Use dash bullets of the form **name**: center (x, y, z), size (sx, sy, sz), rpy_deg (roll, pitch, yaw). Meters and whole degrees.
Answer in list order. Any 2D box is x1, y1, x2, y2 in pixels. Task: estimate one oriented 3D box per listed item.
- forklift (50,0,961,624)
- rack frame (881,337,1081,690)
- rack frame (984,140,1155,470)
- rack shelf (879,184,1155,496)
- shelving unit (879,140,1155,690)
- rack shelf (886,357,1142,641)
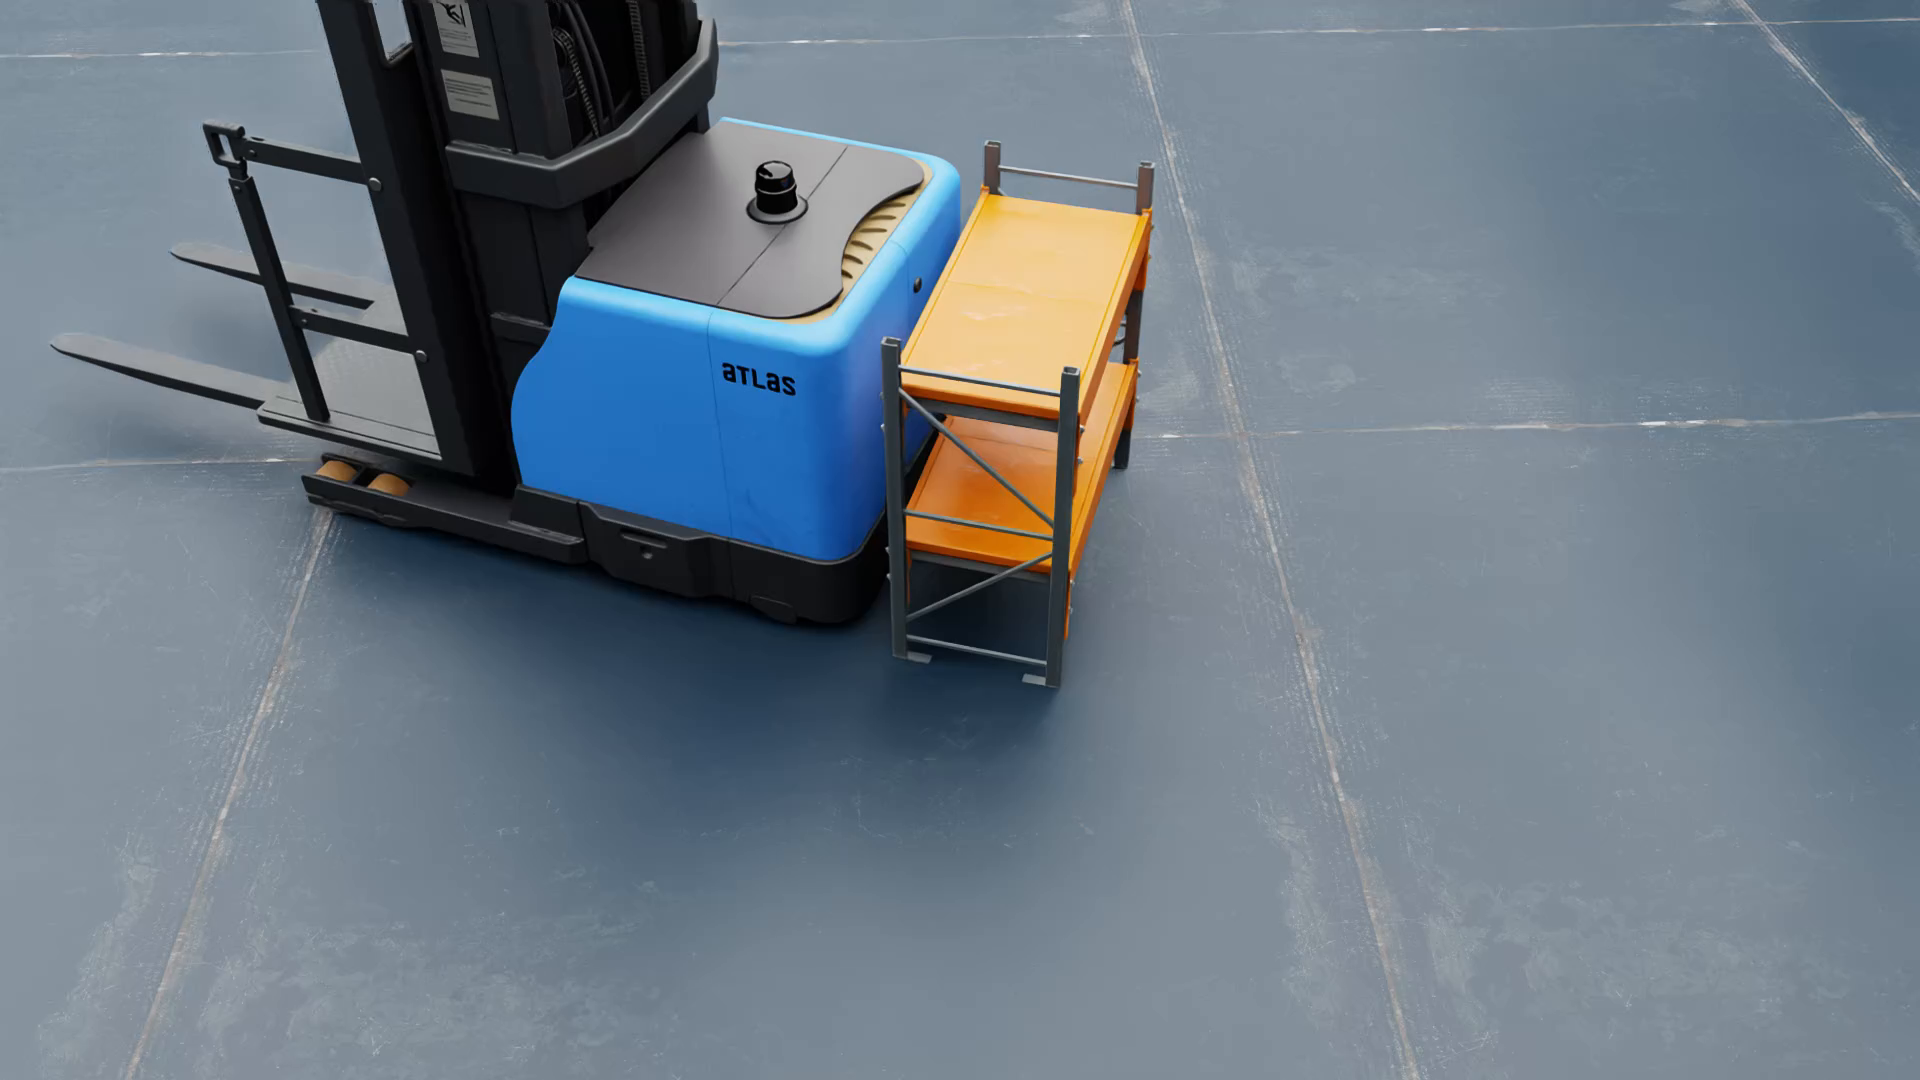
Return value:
- **forklift**: center (-1.557, -1.445, 4.657), size (3.031, 2.935, 1.130), rpy_deg (14, 44, 15)
- **rack frame**: center (0.049, -0.038, 4.459), size (0.500, 1.125, 0.032), rpy_deg (10, 44, 11)
- **rack frame**: center (0.315, -0.701, 5.182), size (0.500, 1.125, 0.032), rpy_deg (10, 44, 11)
- **rack shelf**: center (0.182, -0.585, 4.623), size (0.538, 0.278, 1.000), rpy_deg (10, 44, 11)
- **shelving unit**: center (0.182, -0.369, 4.820), size (0.538, 1.125, 1.048), rpy_deg (10, 44, 11)
- **rack shelf**: center (0.182, -0.189, 4.986), size (0.538, 0.278, 1.000), rpy_deg (10, 44, 11)
